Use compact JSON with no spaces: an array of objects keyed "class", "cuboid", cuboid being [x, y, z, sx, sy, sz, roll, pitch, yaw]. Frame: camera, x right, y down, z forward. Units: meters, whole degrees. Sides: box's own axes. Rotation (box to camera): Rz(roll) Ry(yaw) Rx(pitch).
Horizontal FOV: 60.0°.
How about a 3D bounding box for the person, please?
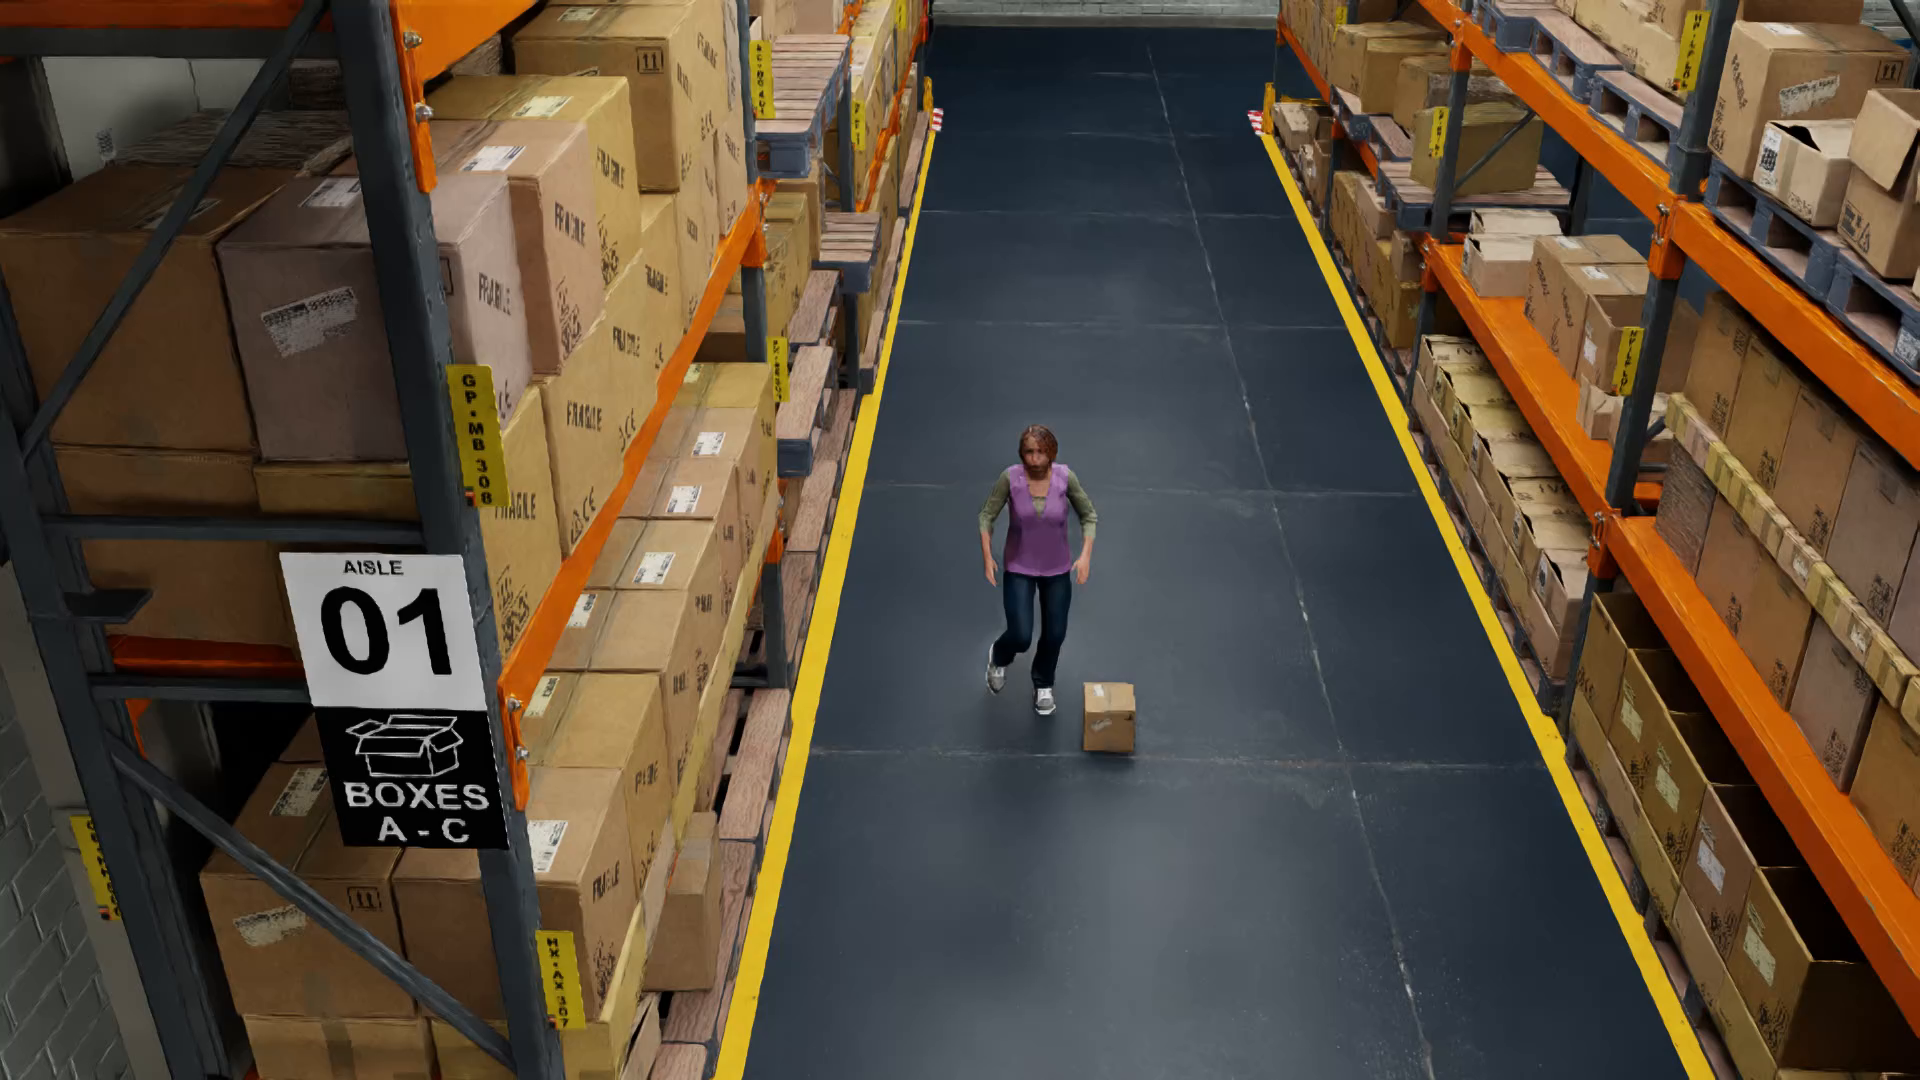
[{"class":"person","cuboid":[0.407,0.168,8.352,0.591,1.570,0.440,-4,29,-7]}]
